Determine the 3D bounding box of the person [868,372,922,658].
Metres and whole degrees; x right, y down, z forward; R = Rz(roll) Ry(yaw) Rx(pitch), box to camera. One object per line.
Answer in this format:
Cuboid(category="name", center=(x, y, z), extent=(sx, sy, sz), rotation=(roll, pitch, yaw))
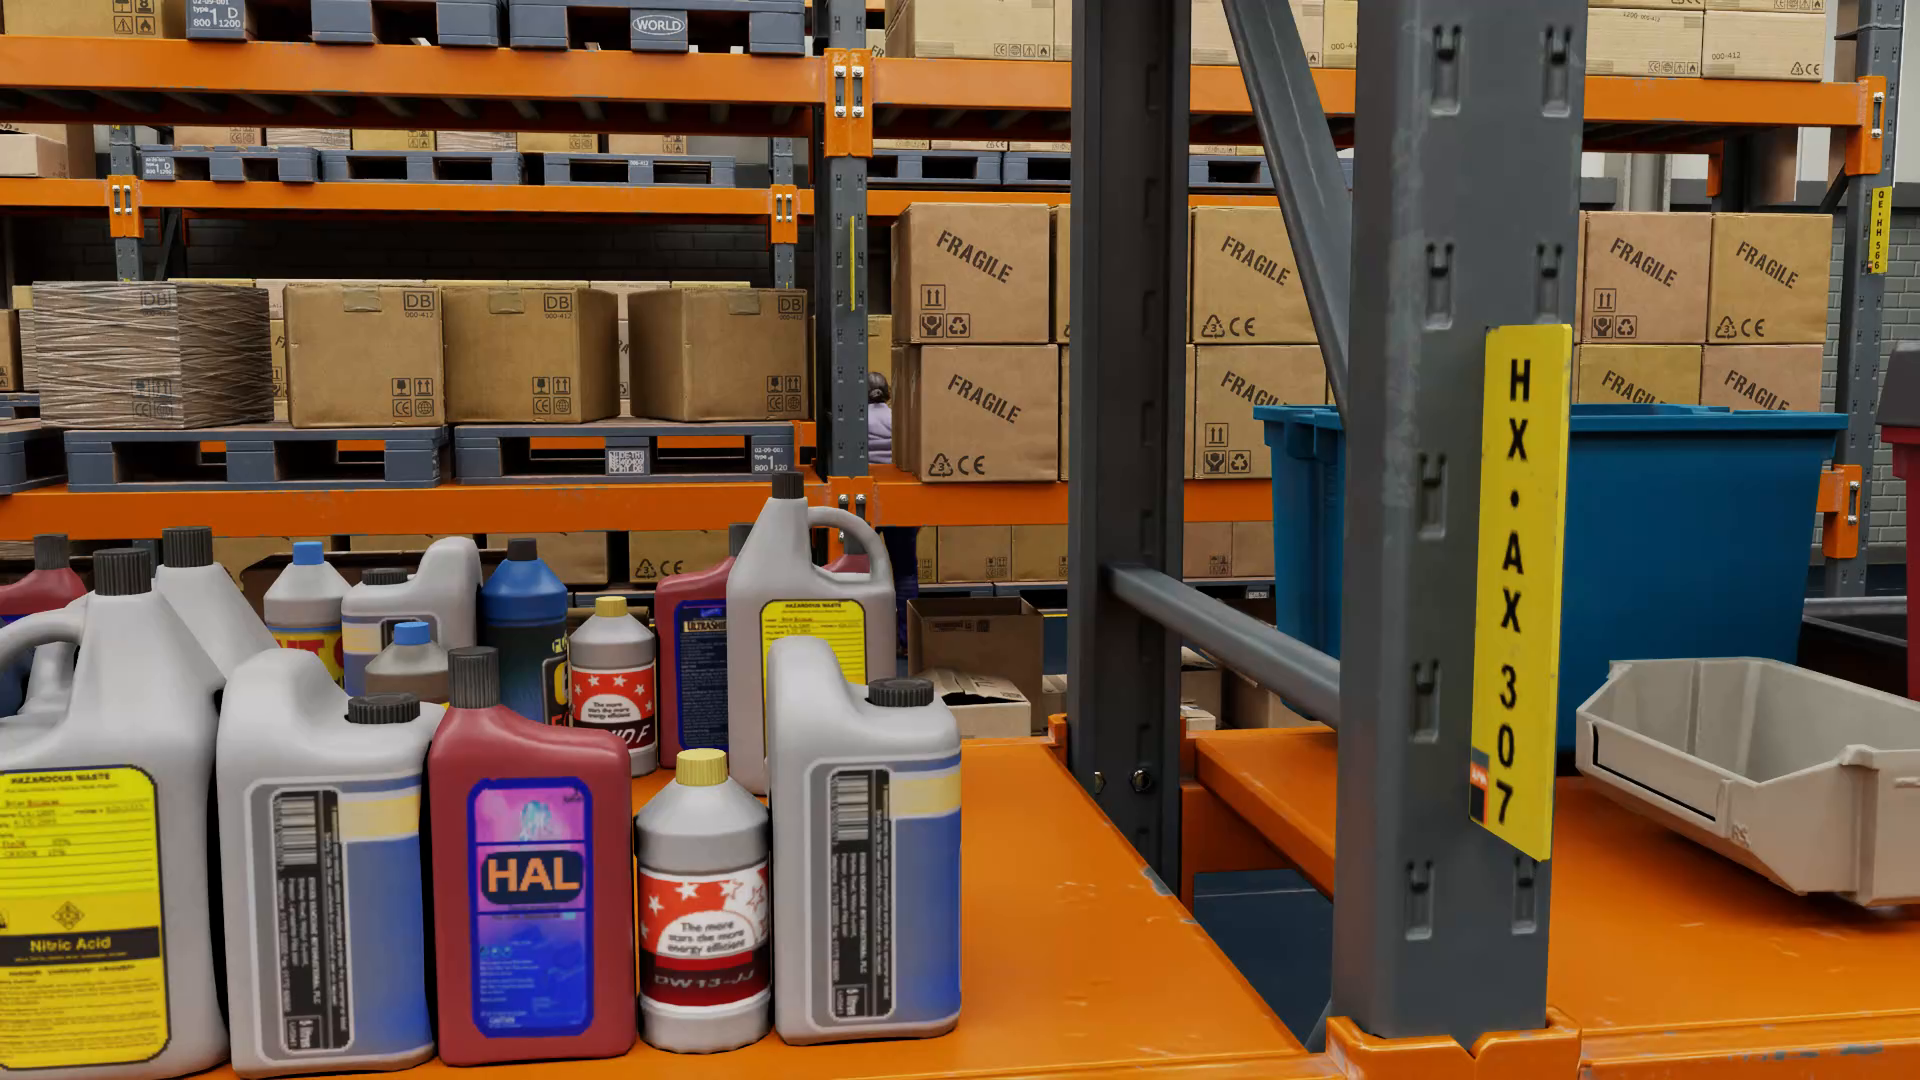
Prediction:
Cuboid(category="person", center=(-0.459, -0.141, 9.588), extent=(0.539, 1.652, 0.412), rotation=(-1, 7, -8))
